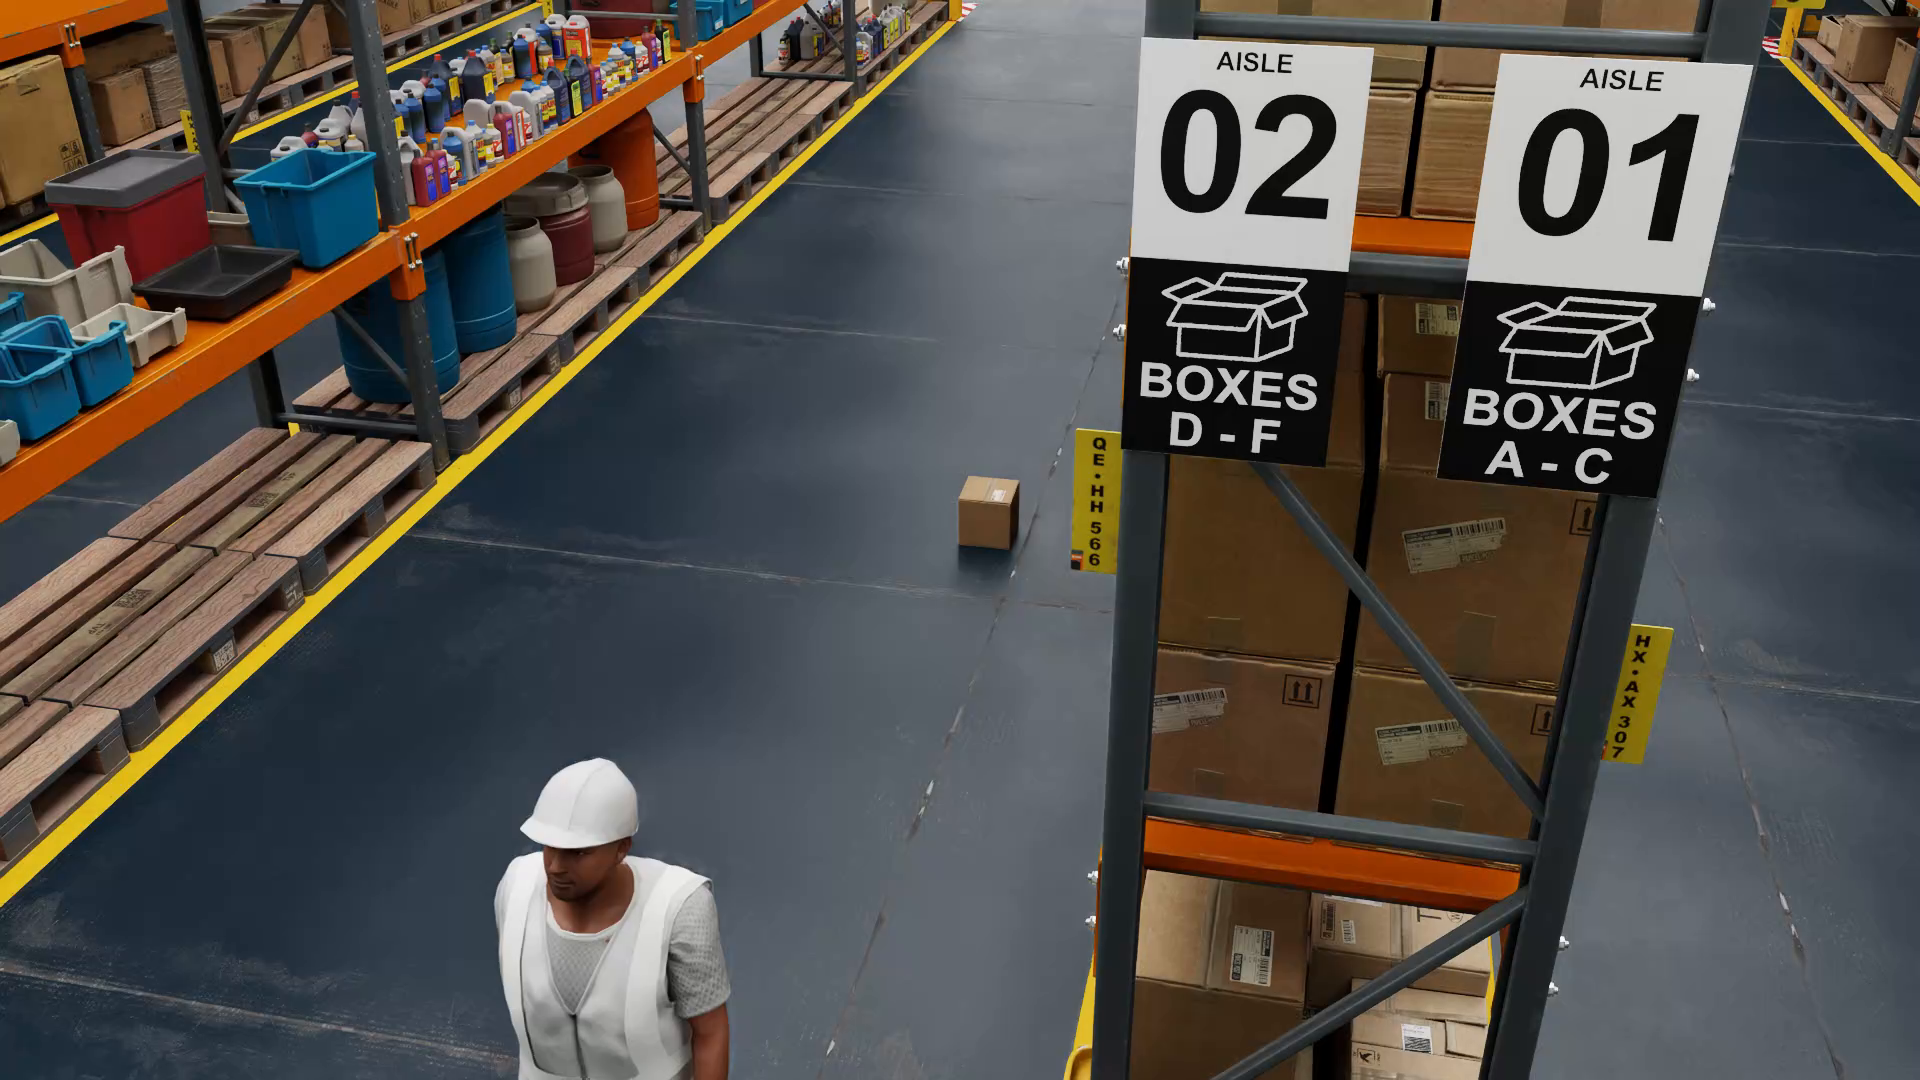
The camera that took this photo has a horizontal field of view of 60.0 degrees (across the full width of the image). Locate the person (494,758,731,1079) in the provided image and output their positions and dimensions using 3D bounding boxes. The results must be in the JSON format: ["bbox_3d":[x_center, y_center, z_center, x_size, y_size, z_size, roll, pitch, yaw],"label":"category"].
[{"bbox_3d":[-0.780,1.283,3.737,0.553,1.733,1.054,3,29,5],"label":"person"}]
